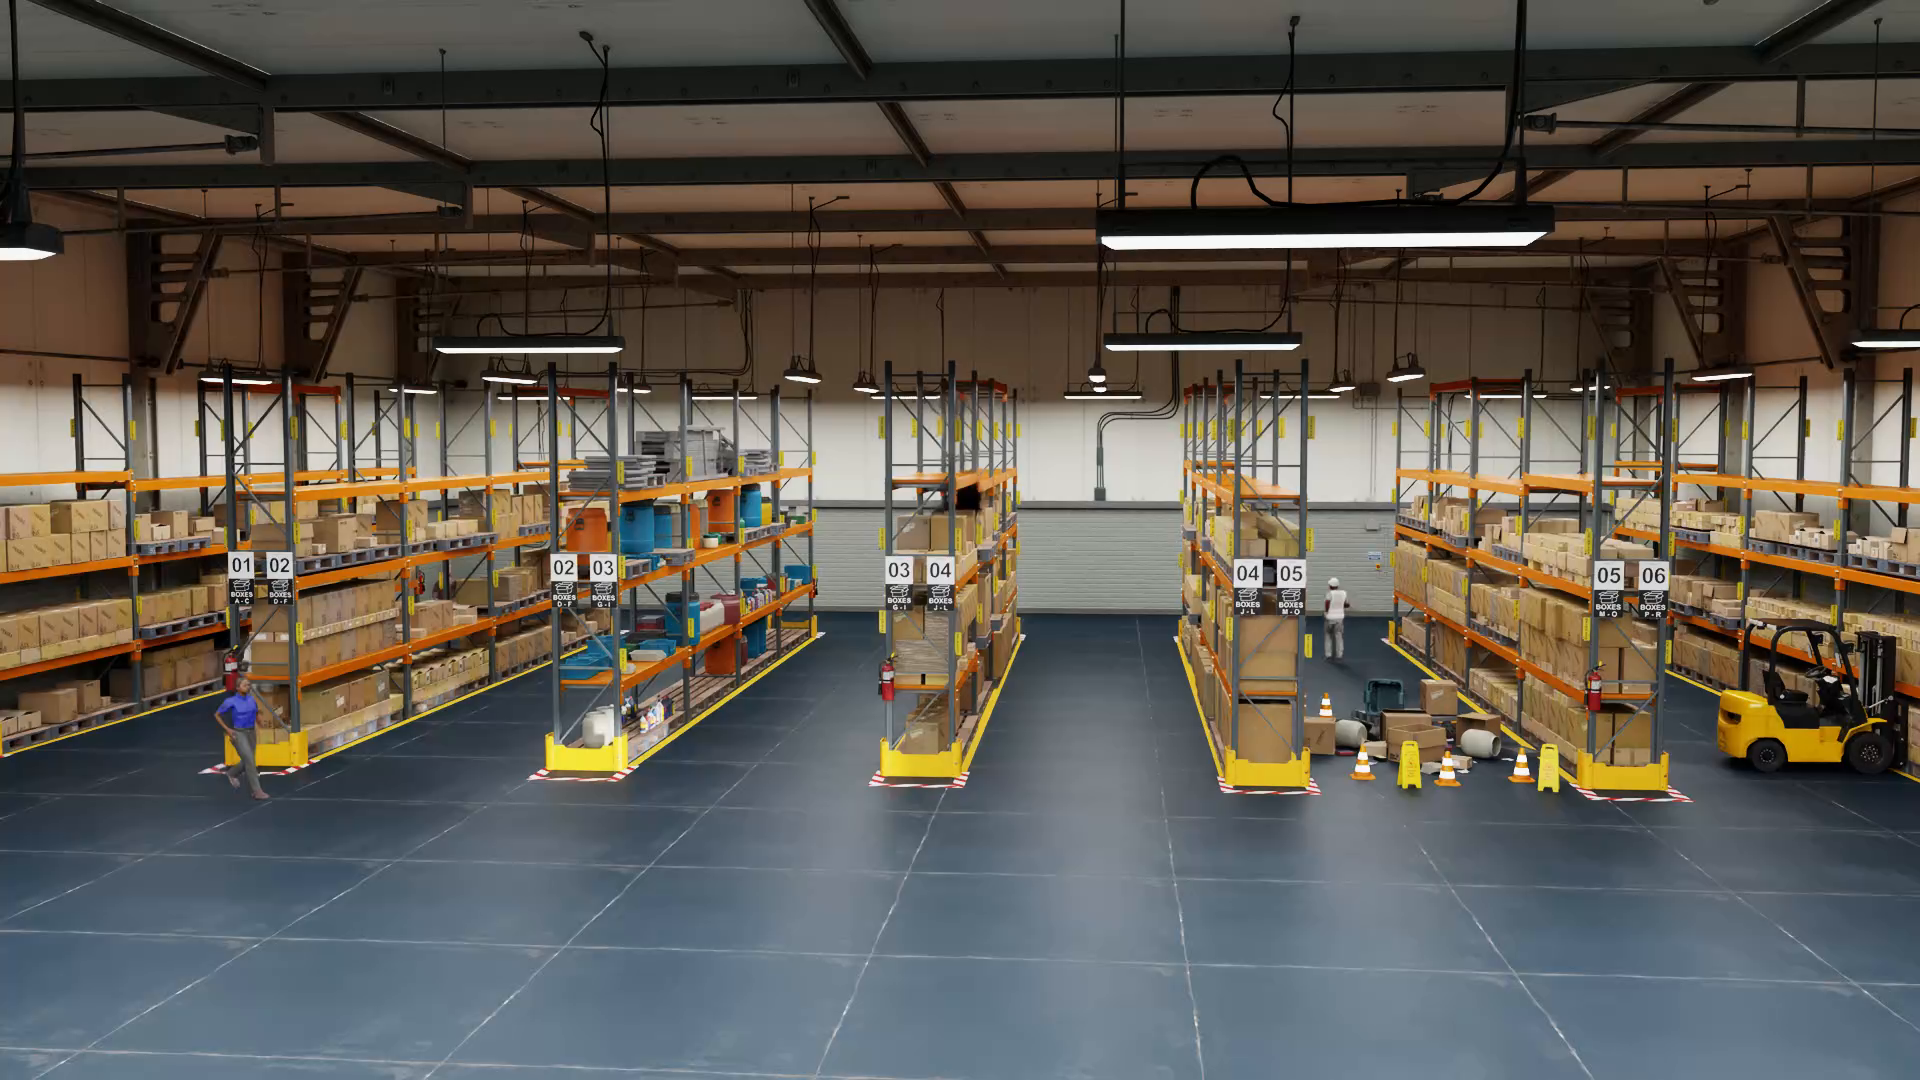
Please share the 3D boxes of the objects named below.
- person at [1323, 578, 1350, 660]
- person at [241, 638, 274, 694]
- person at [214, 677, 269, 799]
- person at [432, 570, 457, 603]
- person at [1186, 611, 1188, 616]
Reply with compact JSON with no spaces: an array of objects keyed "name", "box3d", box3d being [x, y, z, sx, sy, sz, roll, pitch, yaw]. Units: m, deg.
[{"name":"person","box3d":[8.150,1.751,36.032,0.647,1.847,0.797,0,4,-5]},{"name":"person","box3d":[-12.031,2.251,28.641,0.715,1.733,0.804,0,4,2]},{"name":"person","box3d":[-9.782,2.693,22.684,0.899,1.616,0.606,2,4,25]},{"name":"person","box3d":[-12.205,1.547,39.586,0.726,1.745,0.686,0,4,-2]},{"name":"person","box3d":[5.767,1.488,40.527,0.784,1.755,0.743,-1,4,-12]}]
